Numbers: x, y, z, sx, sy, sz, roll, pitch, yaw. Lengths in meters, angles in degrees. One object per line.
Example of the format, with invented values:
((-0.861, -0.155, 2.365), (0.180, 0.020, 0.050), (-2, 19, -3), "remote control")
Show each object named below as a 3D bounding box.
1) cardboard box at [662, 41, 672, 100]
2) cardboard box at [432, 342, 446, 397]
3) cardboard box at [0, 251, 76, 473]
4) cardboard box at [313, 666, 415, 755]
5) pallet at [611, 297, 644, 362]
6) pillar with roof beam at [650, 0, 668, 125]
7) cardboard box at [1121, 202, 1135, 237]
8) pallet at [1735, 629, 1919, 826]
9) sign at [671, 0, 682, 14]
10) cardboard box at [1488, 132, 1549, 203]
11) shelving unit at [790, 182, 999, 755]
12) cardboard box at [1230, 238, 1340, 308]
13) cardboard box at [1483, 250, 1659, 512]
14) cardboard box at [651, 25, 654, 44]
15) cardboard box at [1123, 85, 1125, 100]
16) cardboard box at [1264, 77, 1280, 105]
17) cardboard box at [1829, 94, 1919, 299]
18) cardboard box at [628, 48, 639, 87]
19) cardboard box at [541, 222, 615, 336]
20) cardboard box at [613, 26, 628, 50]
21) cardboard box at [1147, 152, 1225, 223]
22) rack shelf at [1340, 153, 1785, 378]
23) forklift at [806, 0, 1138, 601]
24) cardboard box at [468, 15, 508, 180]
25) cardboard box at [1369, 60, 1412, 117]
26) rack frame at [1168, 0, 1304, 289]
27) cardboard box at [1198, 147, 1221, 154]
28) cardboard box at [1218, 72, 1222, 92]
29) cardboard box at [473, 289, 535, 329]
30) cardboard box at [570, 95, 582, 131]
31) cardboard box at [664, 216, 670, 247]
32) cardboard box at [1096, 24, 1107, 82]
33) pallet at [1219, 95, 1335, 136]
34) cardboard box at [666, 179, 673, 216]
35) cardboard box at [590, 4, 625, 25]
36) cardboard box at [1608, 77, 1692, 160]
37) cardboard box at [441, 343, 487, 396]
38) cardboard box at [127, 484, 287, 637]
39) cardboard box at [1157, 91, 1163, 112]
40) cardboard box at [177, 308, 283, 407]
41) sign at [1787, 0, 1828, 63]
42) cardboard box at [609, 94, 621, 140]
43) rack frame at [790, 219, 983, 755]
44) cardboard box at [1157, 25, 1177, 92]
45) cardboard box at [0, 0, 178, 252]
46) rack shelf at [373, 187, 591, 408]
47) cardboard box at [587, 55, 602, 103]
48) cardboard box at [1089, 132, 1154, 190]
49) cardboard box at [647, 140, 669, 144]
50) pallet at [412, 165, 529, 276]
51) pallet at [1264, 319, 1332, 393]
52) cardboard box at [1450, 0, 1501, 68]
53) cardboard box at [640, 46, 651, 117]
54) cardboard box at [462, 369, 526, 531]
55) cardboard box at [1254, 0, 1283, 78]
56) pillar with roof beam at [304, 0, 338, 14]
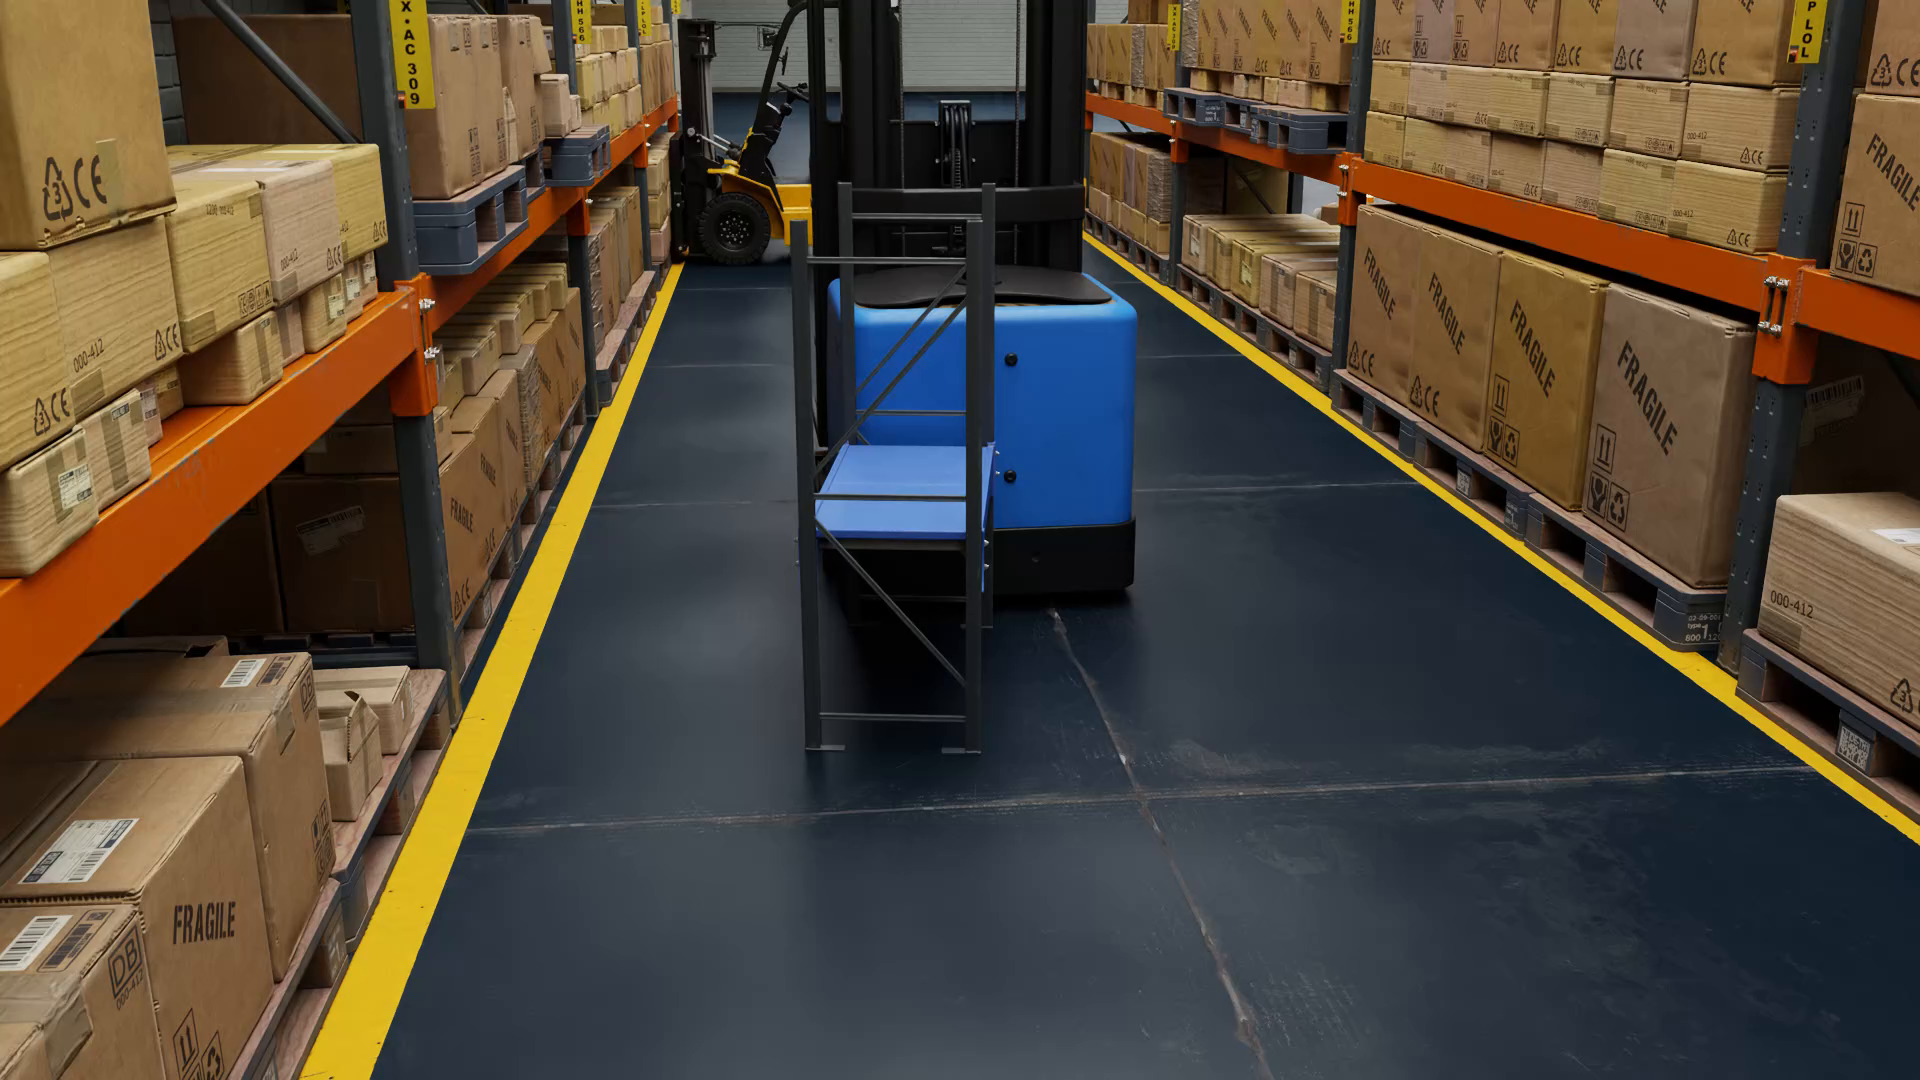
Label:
((-2.866, -4.199, 14.878), (0.500, 0.500, 0.500), (-1, 17, -4), "cardboard box")
((-1.831, -0.520, 5.218), (0.380, 0.149, 0.250), (-3, 18, -8), "cardboard box")
((-1.459, -0.193, 2.038), (0.500, 0.250, 0.500), (-2, 18, -7), "cardboard box")
((-1.635, 0.447, 4.304), (0.380, 0.149, 0.250), (-2, 18, -7), "cardboard box")
((-2.566, -1.340, 10.594), (1.003, 0.211, 1.213), (-2, 18, -6), "pallet")
((-1.621, -12.568, 31.685), (9.100, 9.000, 0.400), (-2, 18, -6), "pillar with roof beam")
((1.686, -2.774, 14.395), (0.500, 0.250, 0.500), (-2, 17, -5), "cardboard box")
((2.953, 0.535, 4.620), (1.003, 0.211, 1.213), (-2, 18, -6), "pallet")
((-2.681, -5.123, 15.659), (0.100, 0.325, 0.005), (-2, 18, -6), "sign")
((2.513, -1.535, 6.809), (0.500, 0.250, 0.500), (-2, 18, -6), "cardboard box")
((-0.164, -0.264, 5.013), (0.538, 1.500, 1.048), (1, 17, 3), "shelving unit")
((2.335, -1.777, 11.015), (0.950, 0.372, 0.625), (-1, 17, -4), "cardboard box")
((2.708, -0.662, 6.624), (0.875, 0.875, 0.875), (-1, 17, -4), "cardboard box")
((-2.641, -4.021, 13.229), (0.380, 0.149, 0.250), (-2, 18, -6), "cardboard box")
((1.658, -3.986, 14.784), (0.380, 0.149, 0.250), (-1, 17, -4), "cardboard box")
((2.041, -2.695, 9.972), (0.380, 0.149, 0.250), (-1, 17, -5), "cardboard box")
((2.740, -0.924, 4.446), (0.500, 0.500, 0.500), (-1, 17, -4), "cardboard box")
((-2.505, -3.282, 11.539), (0.500, 0.250, 0.500), (-2, 18, -7), "cardboard box")
((-2.523, -1.510, 9.741), (0.875, 0.625, 0.625), (-1, 17, -4), "cardboard box")
((-2.377, -3.290, 10.900), (0.380, 0.149, 0.250), (-2, 18, -7), "cardboard box")
((1.799, -2.822, 13.295), (0.500, 0.500, 0.500), (-2, 18, -6), "cardboard box")
((2.746, -1.277, 6.938), (1.077, 0.370, 4.000), (-2, 18, -6), "rack shelf")
((-0.082, -1.585, 6.834), (1.130, 2.935, 3.031), (-2, 18, -7), "forklift")
((-1.865, -1.423, 5.334), (0.700, 0.500, 0.500), (-2, 17, -5), "cardboard box")
((2.346, -2.224, 8.170), (0.500, 0.250, 0.500), (-2, 18, -6), "cardboard box")
((2.127, -3.408, 12.524), (1.000, 3.000, 0.127), (-2, 18, -6), "rack frame")
((2.268, -2.997, 13.854), (0.500, 0.500, 0.500), (-1, 17, -3), "cardboard box")
((1.992, -3.157, 11.444), (0.380, 0.149, 0.250), (-1, 17, -2), "cardboard box")
((-2.070, -0.999, 7.241), (0.380, 0.149, 0.250), (-1, 17, -4), "cardboard box")
((-1.948, -1.958, 7.625), (0.380, 0.149, 0.250), (-1, 17, -5), "cardboard box")
((-2.598, -2.447, 13.353), (0.500, 0.250, 0.500), (-2, 18, -7), "cardboard box")
((1.544, -4.485, 15.292), (0.500, 0.500, 0.500), (-1, 17, -4), "cardboard box")
((2.295, -2.713, 10.631), (1.003, 0.211, 1.213), (-2, 18, -6), "pallet")
((-2.647, -2.834, 13.751), (0.500, 0.250, 0.500), (-2, 18, -6), "cardboard box")
((-2.548, -3.857, 12.207), (0.380, 0.149, 0.250), (-1, 17, -5), "cardboard box")
((2.606, -1.464, 5.747), (0.500, 0.250, 0.500), (-1, 17, -4), "cardboard box")
((-1.931, -0.615, 6.018), (0.380, 0.149, 0.250), (-2, 18, -6), "cardboard box")
((-2.329, -0.015, 5.188), (0.500, 0.500, 0.500), (-2, 18, -6), "cardboard box")
((1.758, -3.448, 13.072), (0.380, 0.149, 0.250), (-1, 17, -4), "cardboard box")
((-1.547, -0.355, 3.219), (0.380, 0.149, 0.250), (-2, 18, -6), "cardboard box")
((2.413, -1.519, 4.708), (0.100, 0.325, 0.005), (-2, 18, -6), "sign")
((-2.359, -2.588, 10.162), (0.500, 0.250, 0.500), (-1, 17, -4), "cardboard box")
((-0.191, -0.112, 4.529), (0.500, 1.500, 0.032), (1, 17, 3), "rack frame")
((1.834, -3.722, 12.862), (0.500, 0.500, 0.500), (-2, 18, -7), "cardboard box")
((-1.506, -0.697, 2.390), (0.500, 0.500, 0.500), (-1, 17, -4), "cardboard box")
((-2.191, -1.122, 6.446), (1.077, 0.370, 4.000), (-2, 18, -6), "rack shelf")
((-2.250, -2.517, 9.104), (0.500, 0.250, 0.500), (-1, 17, -4), "cardboard box")
((1.526, -3.590, 15.741), (0.500, 0.500, 0.500), (-2, 18, -7), "cardboard box")
((-2.744, -3.381, 14.659), (0.500, 0.250, 0.500), (-2, 17, -5), "cardboard box")
((-1.958, -1.020, 5.238), (1.003, 0.211, 1.213), (-2, 18, -6), "pallet")
((2.461, -1.118, 9.887), (1.003, 0.211, 1.213), (-2, 18, -6), "pallet")
((2.446, -2.284, 7.109), (0.500, 0.500, 0.500), (-1, 17, -4), "cardboard box")
((-2.596, -3.441, 12.464), (0.500, 0.500, 0.500), (-2, 18, -7), "cardboard box")
((-1.923, -0.336, 6.211), (0.500, 0.500, 0.500), (-2, 18, -7), "cardboard box")
((2.099, -3.037, 9.978), (0.500, 0.500, 0.500), (-3, 18, -9), "cardboard box")
((0.854, -5.417, 8.909), (9.100, 9.000, 0.400), (-2, 18, -6), "pillar with roof beam")
